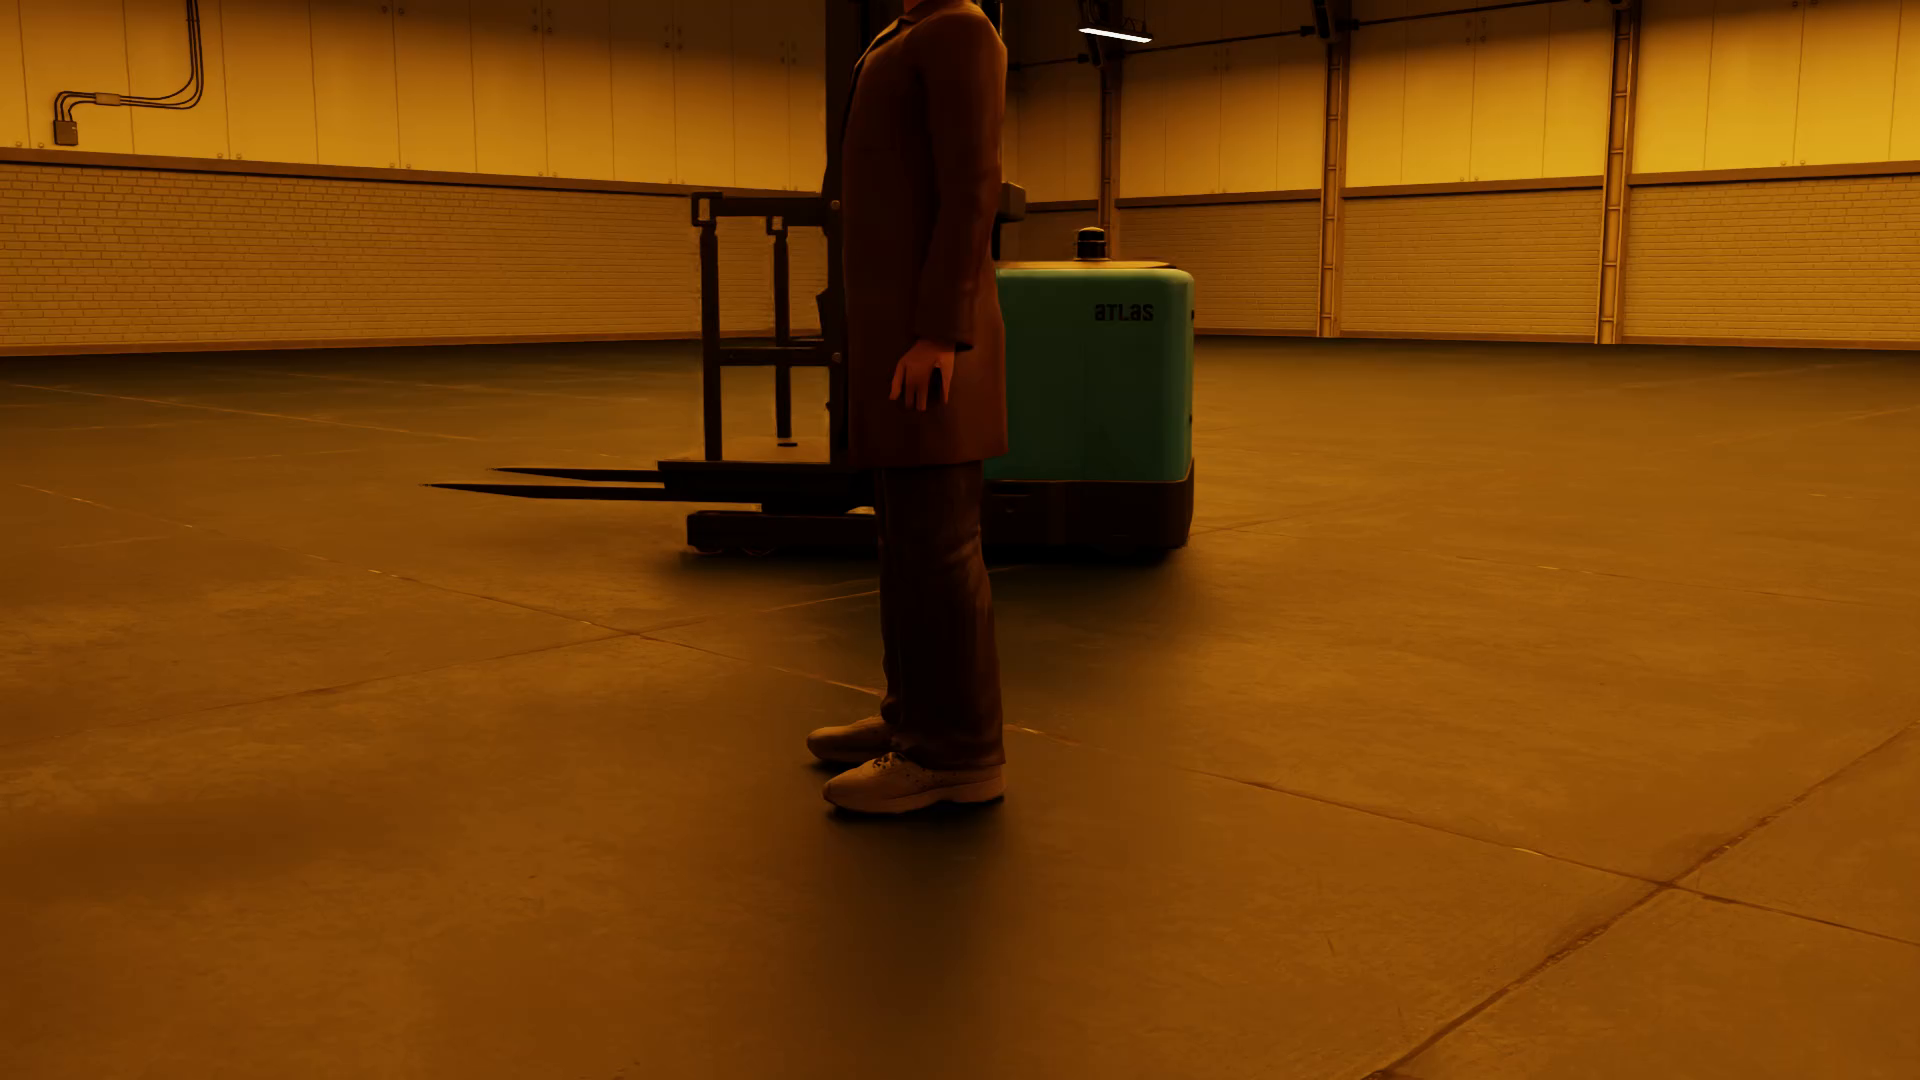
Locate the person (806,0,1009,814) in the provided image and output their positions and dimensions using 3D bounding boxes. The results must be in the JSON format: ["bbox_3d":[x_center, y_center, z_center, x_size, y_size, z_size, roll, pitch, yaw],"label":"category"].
[{"bbox_3d":[-0.107,-0.378,3.246,0.385,1.782,0.549,-1,9,-8],"label":"person"}]

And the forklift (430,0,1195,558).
[{"bbox_3d":[-0.591,-1.463,6.587,3.031,2.935,1.130,1,9,10],"label":"forklift"}]
